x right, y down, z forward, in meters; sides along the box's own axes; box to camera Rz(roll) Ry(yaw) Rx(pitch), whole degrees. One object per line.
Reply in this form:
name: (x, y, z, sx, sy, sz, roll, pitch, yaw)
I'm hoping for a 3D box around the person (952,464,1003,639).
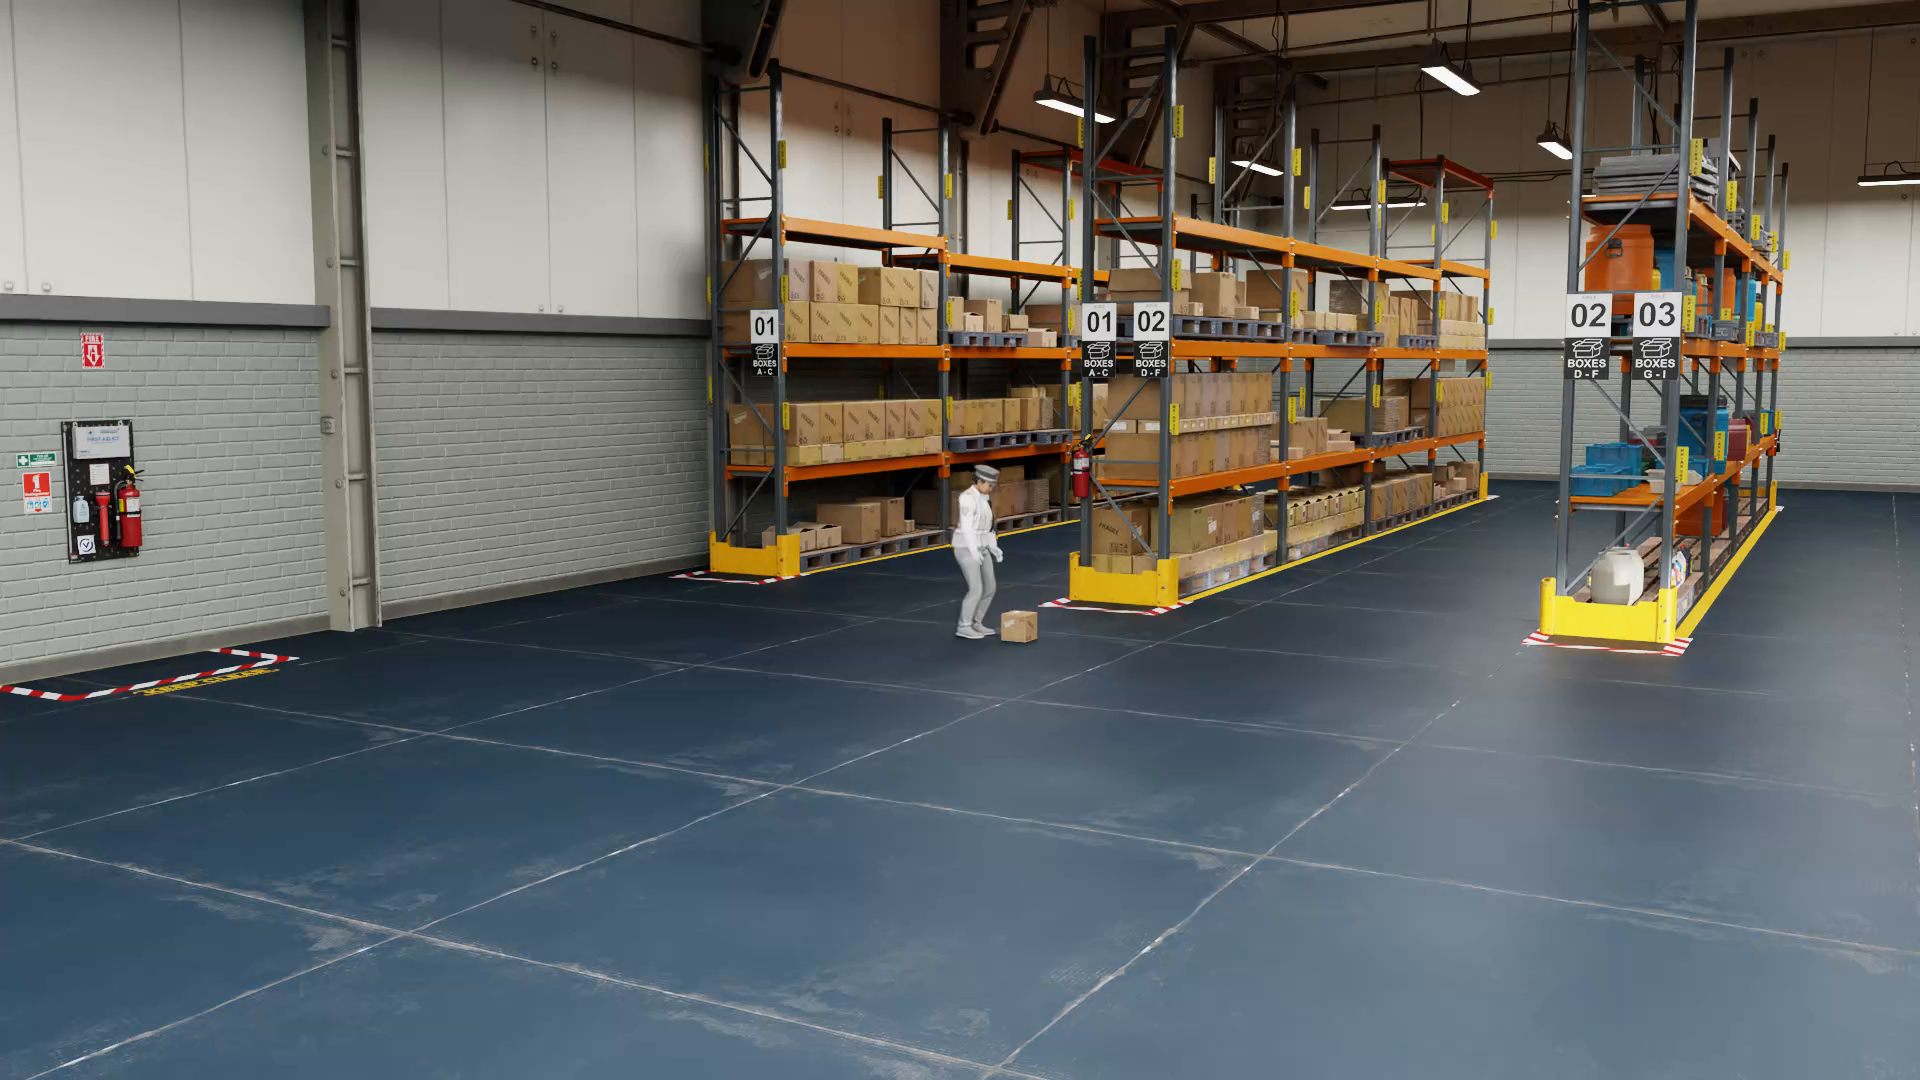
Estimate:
person: (0.170, 0.103, 15.638, 0.446, 1.626, 0.500, 4, 7, 30)
